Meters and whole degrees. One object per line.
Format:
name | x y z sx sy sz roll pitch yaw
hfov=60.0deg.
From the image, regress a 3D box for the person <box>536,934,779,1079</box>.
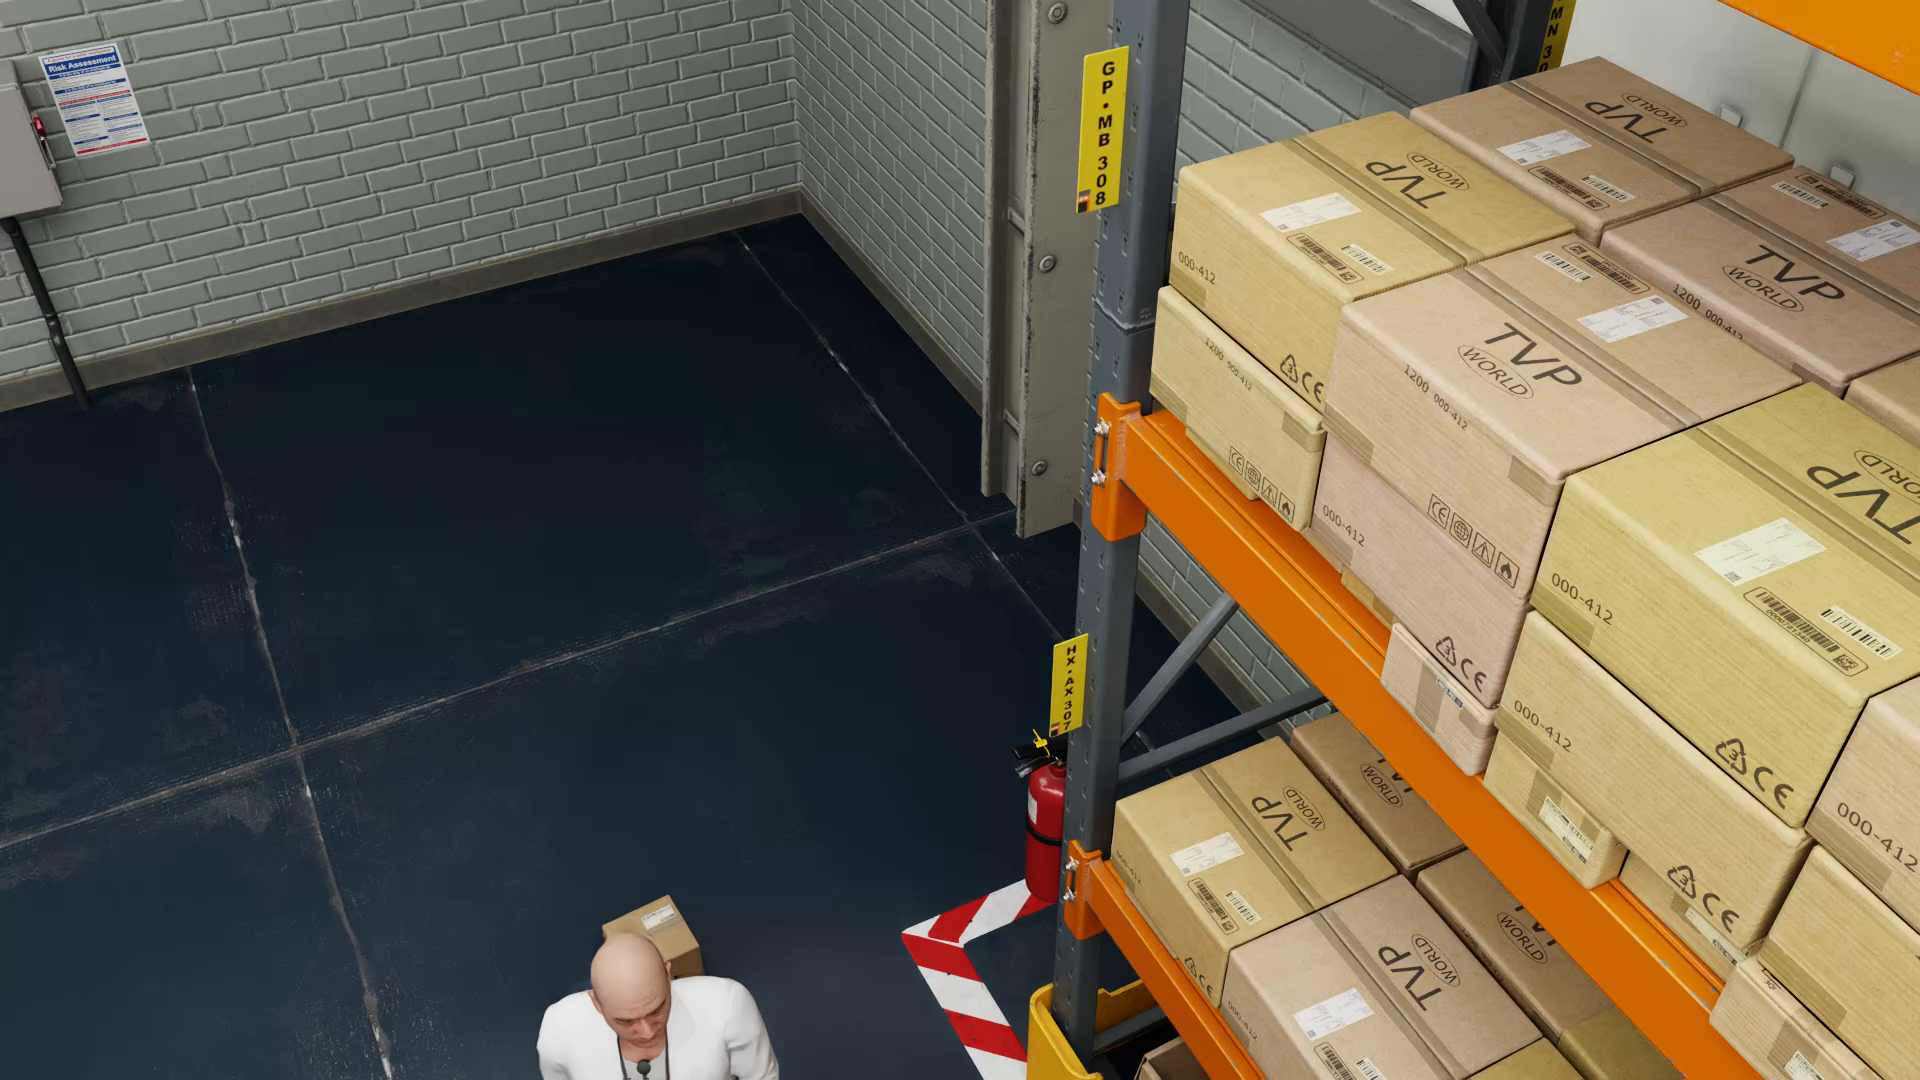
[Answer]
person | -0.772 1.499 4.400 0.616 1.758 0.694 -4 41 -5
